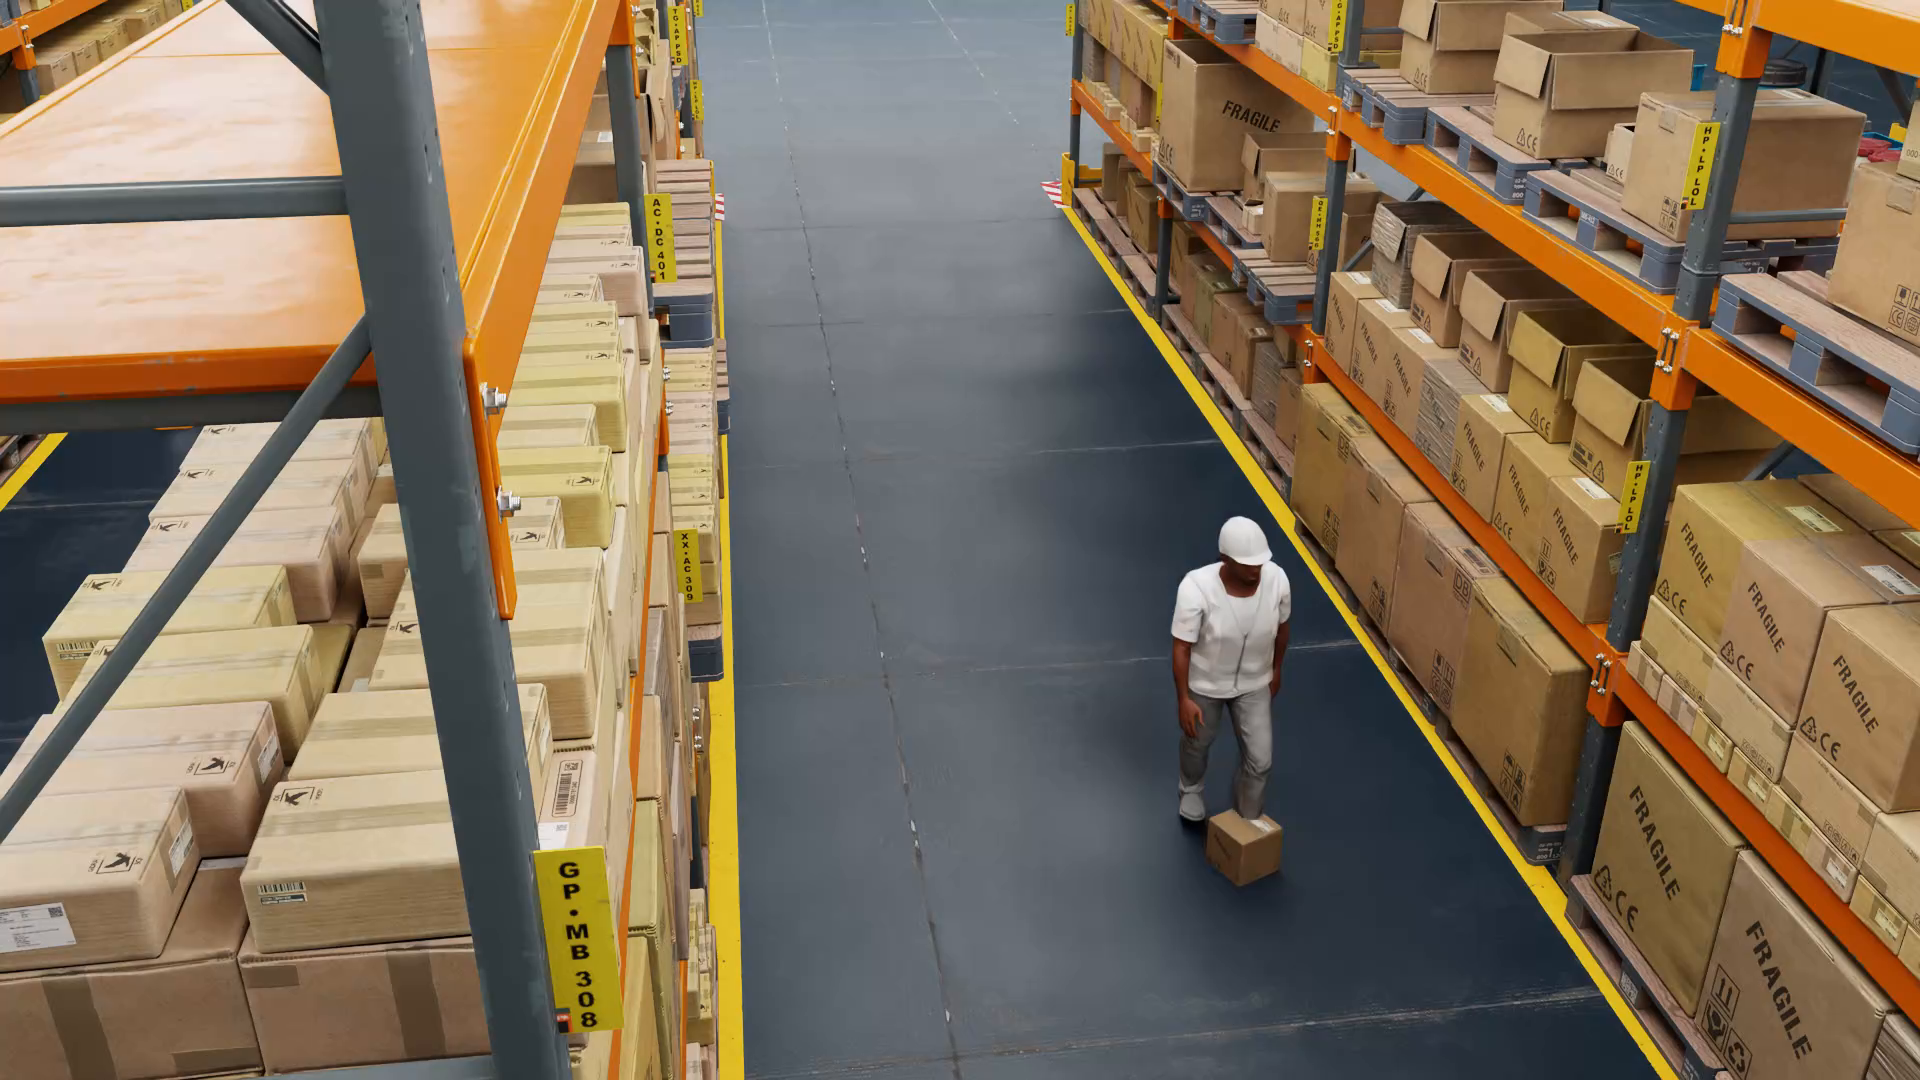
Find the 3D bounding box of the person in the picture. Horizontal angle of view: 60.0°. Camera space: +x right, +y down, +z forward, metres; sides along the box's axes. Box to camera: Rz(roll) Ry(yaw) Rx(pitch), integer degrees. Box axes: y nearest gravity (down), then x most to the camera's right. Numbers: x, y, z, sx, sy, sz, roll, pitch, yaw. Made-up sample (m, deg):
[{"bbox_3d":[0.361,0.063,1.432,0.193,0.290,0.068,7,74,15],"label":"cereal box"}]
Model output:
[{"bbox_3d":[1.251,0.694,7.768,0.593,1.818,0.732,-3,27,-6],"label":"person"}]
